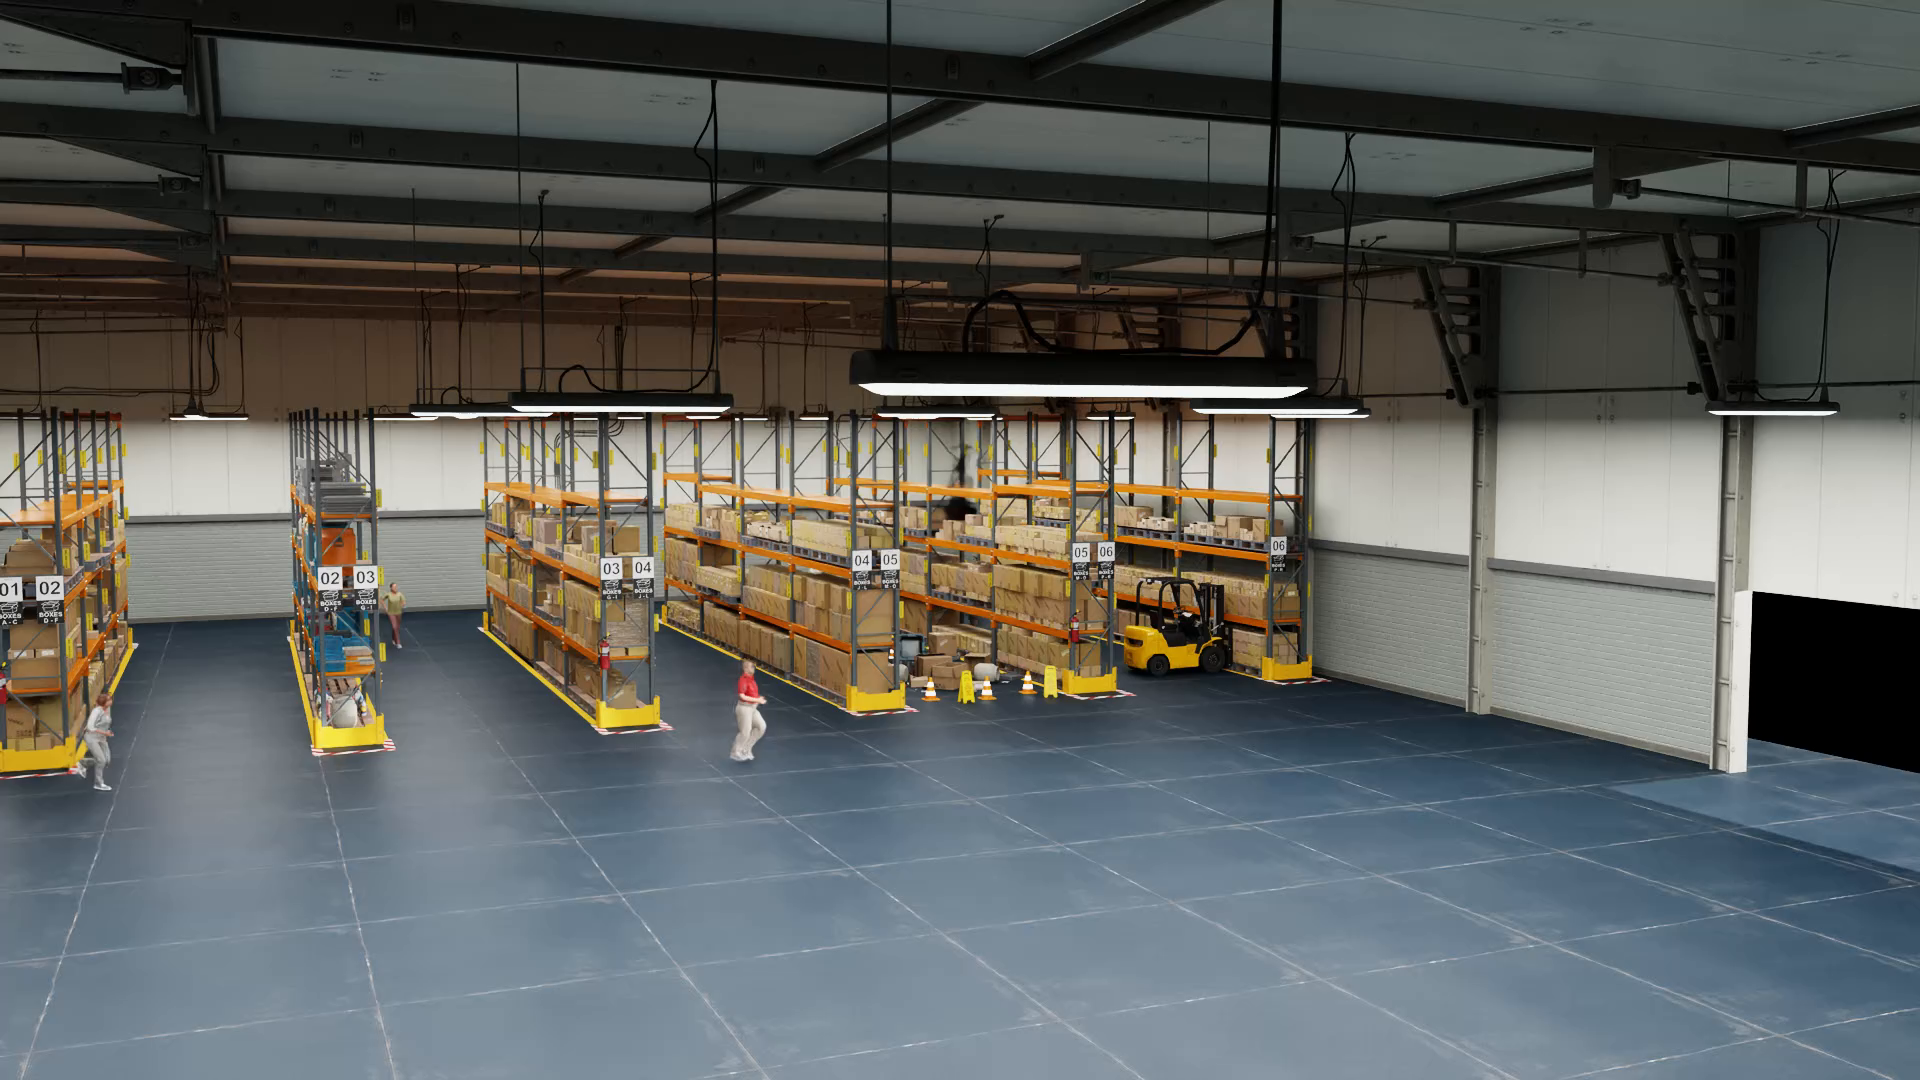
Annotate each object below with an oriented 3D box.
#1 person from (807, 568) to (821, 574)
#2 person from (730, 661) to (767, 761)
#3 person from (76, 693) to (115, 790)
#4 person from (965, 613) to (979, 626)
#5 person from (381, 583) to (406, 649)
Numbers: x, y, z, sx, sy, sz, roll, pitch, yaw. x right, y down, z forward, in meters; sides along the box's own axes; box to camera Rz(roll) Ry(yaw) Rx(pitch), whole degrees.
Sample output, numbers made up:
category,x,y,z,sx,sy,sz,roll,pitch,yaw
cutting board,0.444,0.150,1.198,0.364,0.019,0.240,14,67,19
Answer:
category,x,y,z,sx,sy,sz,roll,pitch,yaw
person,-4.513,1.294,50.937,0.595,1.723,0.660,-3,5,-34
person,-3.565,2.911,28.150,0.690,1.738,0.656,1,4,11
person,-13.495,3.150,25.959,0.681,1.541,0.522,1,4,9
person,0.382,1.684,46.377,0.571,1.583,0.665,-3,5,-35
person,-14.447,1.908,42.470,0.585,1.667,0.869,-2,5,-32
